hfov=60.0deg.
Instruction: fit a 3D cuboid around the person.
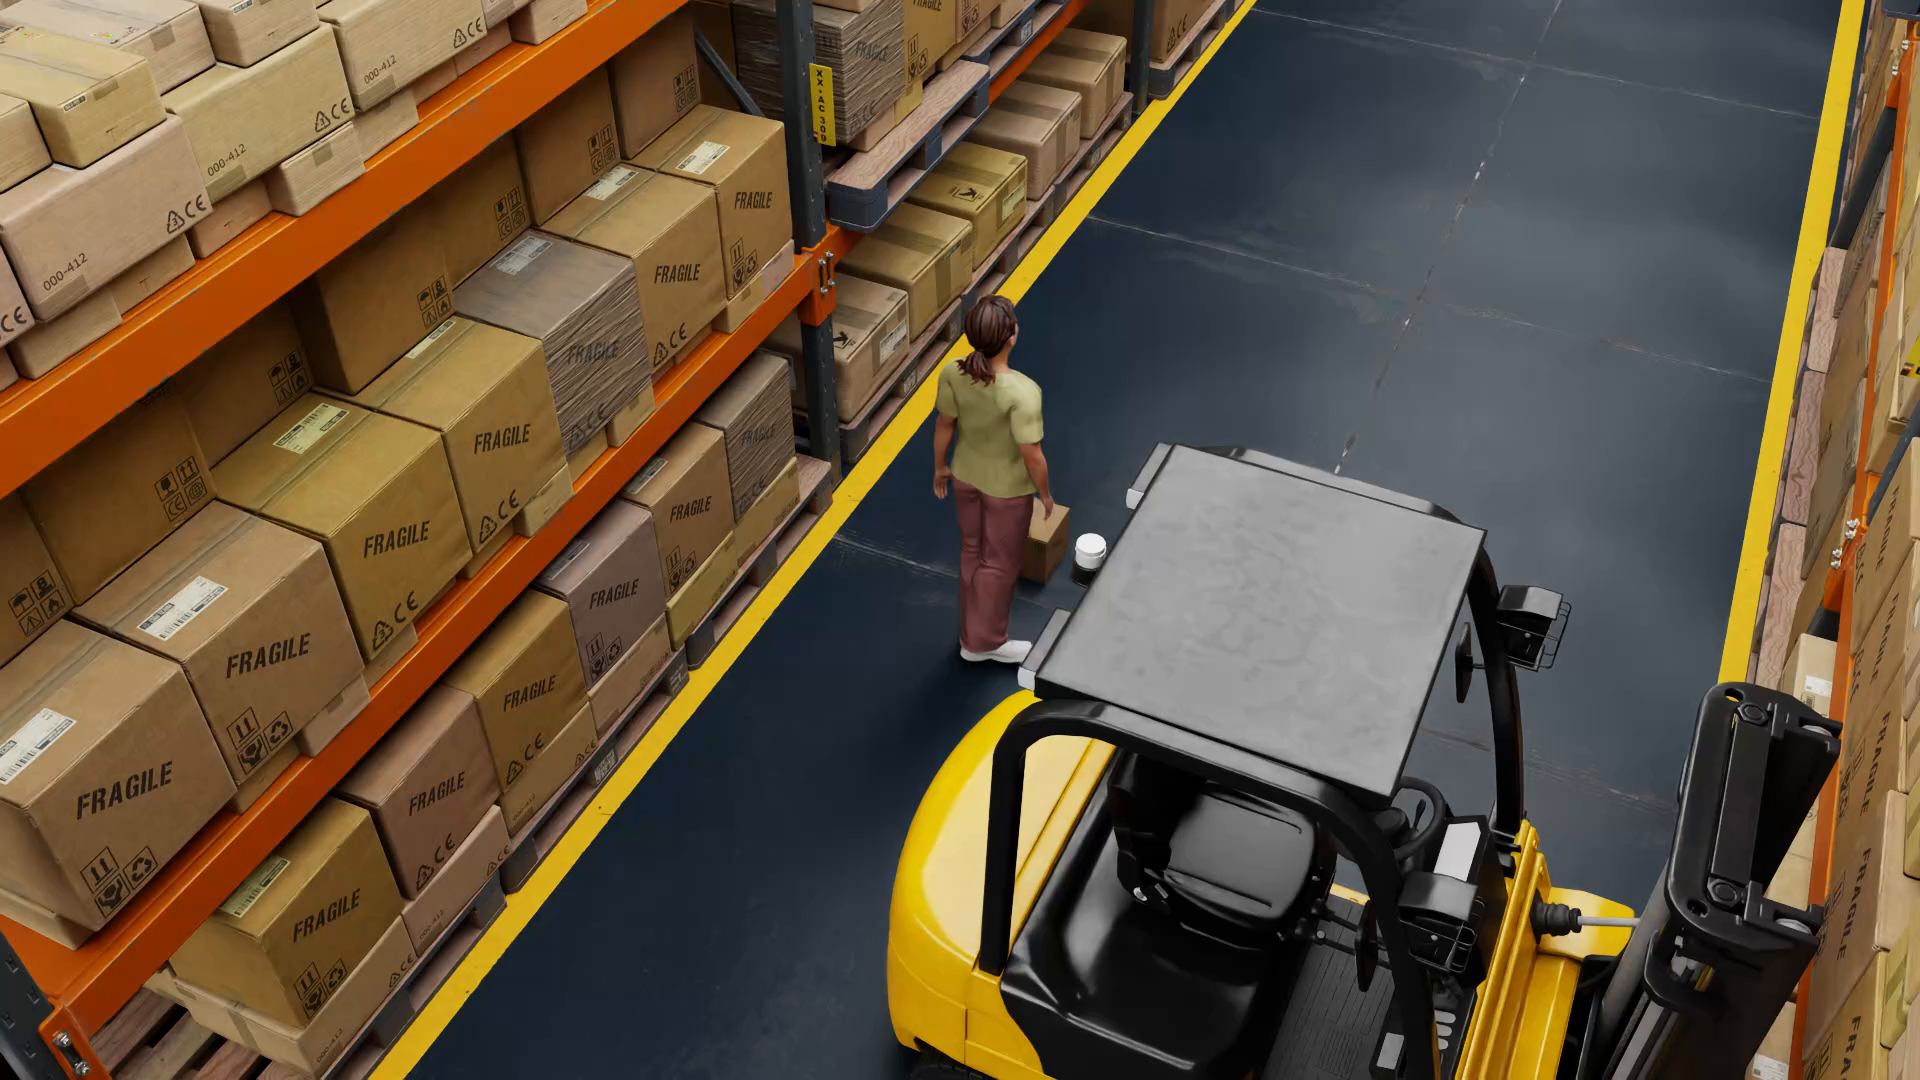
[{"bbox_3d":[0.135,-0.217,6.381,0.481,1.672,0.396,26,48,26],"label":"person"}]
